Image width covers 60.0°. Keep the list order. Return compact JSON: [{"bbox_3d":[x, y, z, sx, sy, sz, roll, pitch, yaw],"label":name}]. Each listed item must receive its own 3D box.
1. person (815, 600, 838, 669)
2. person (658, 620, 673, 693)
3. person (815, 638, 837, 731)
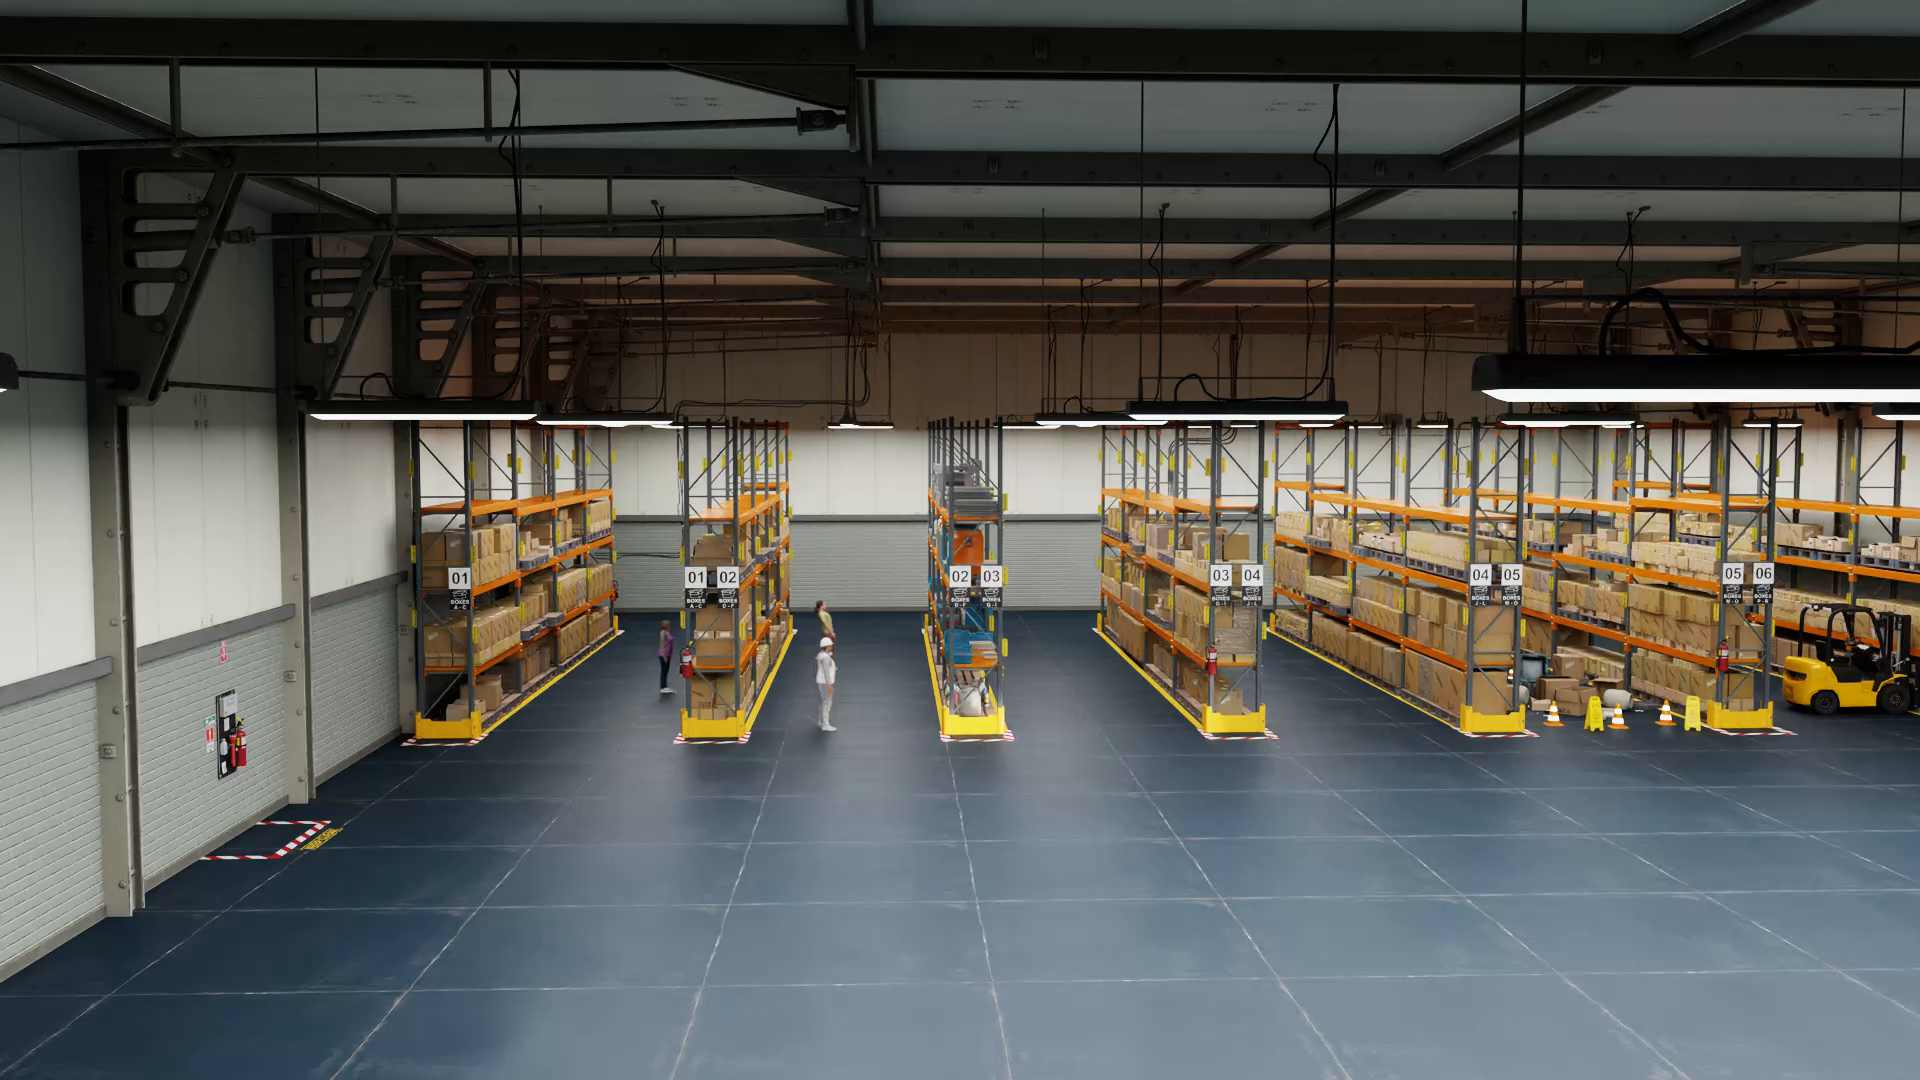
[{"bbox_3d":[-3.205,2.292,40.051,0.554,1.701,0.484,1,4,18],"label":"person"},{"bbox_3d":[-6.467,2.546,36.462,0.351,1.604,0.464,1,4,12],"label":"person"},{"bbox_3d":[-2.578,2.795,31.934,0.374,1.854,0.624,-1,4,-12],"label":"person"}]
